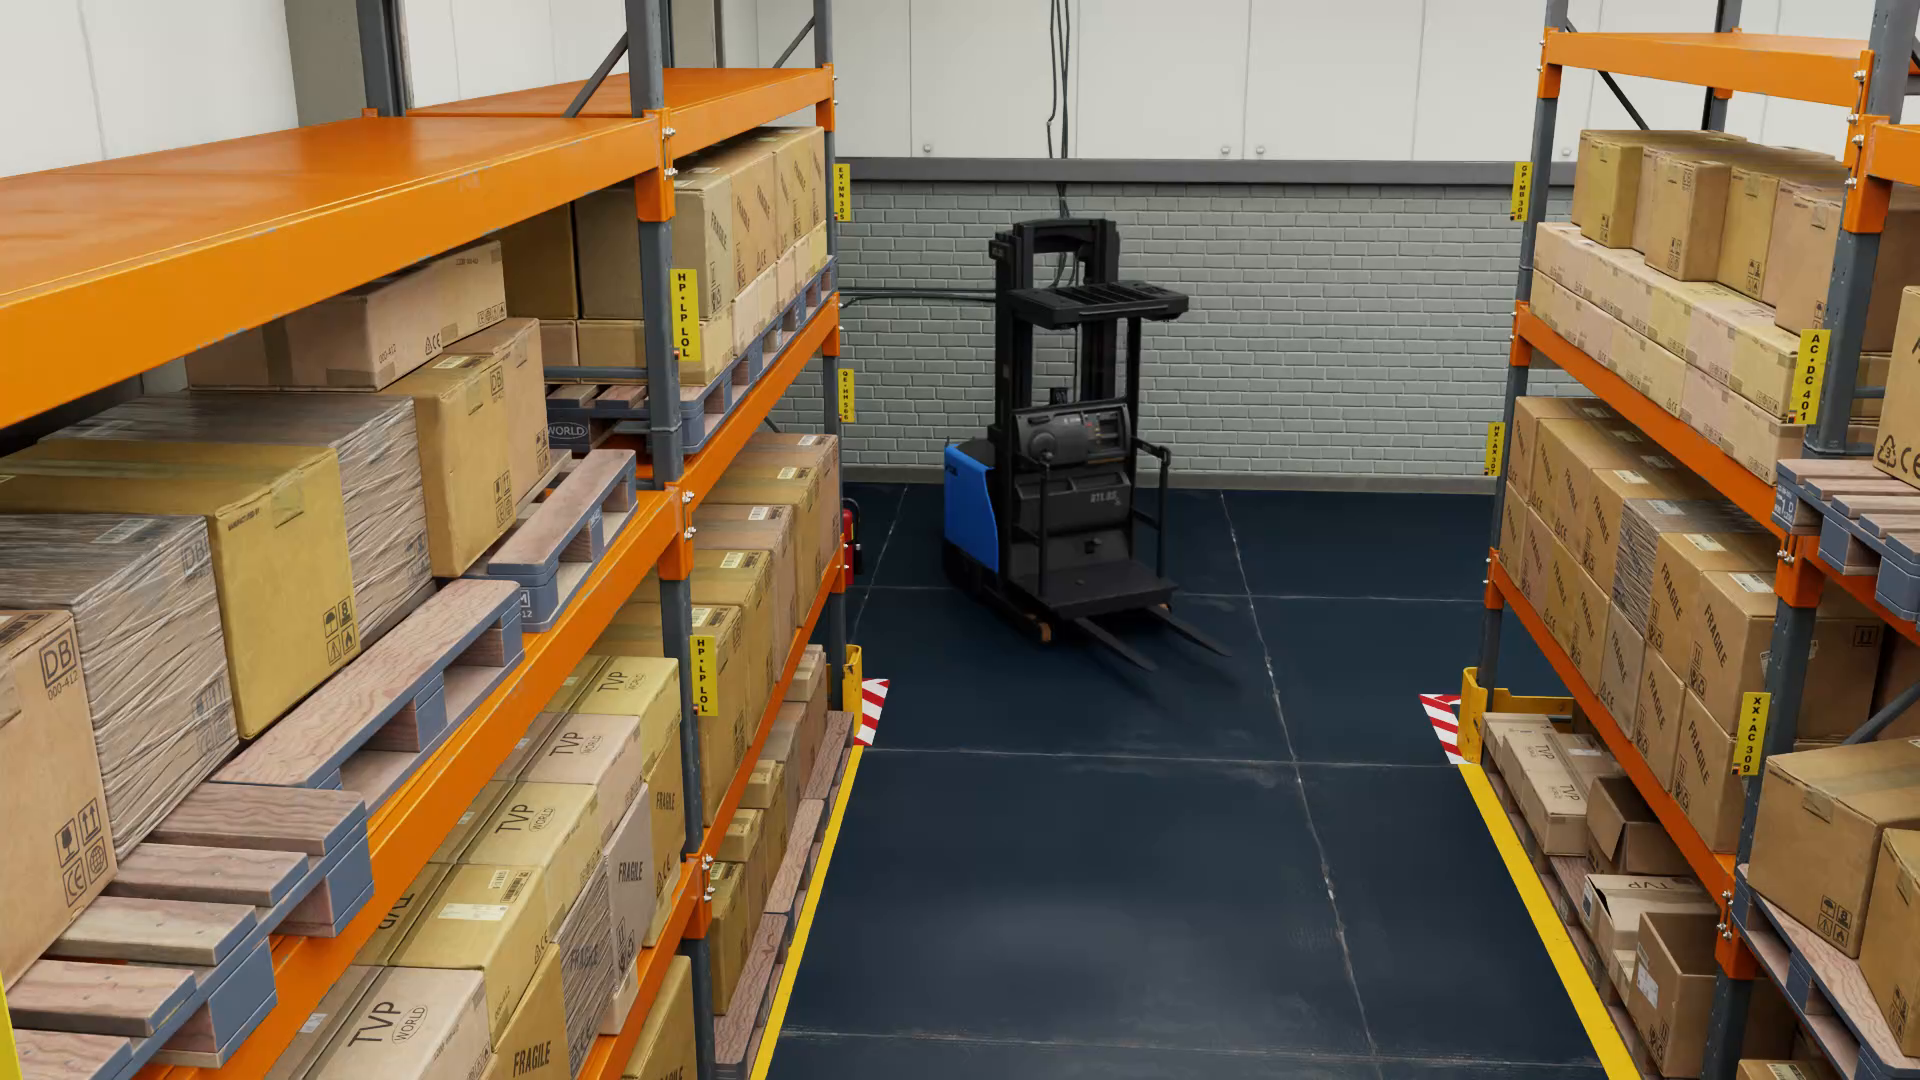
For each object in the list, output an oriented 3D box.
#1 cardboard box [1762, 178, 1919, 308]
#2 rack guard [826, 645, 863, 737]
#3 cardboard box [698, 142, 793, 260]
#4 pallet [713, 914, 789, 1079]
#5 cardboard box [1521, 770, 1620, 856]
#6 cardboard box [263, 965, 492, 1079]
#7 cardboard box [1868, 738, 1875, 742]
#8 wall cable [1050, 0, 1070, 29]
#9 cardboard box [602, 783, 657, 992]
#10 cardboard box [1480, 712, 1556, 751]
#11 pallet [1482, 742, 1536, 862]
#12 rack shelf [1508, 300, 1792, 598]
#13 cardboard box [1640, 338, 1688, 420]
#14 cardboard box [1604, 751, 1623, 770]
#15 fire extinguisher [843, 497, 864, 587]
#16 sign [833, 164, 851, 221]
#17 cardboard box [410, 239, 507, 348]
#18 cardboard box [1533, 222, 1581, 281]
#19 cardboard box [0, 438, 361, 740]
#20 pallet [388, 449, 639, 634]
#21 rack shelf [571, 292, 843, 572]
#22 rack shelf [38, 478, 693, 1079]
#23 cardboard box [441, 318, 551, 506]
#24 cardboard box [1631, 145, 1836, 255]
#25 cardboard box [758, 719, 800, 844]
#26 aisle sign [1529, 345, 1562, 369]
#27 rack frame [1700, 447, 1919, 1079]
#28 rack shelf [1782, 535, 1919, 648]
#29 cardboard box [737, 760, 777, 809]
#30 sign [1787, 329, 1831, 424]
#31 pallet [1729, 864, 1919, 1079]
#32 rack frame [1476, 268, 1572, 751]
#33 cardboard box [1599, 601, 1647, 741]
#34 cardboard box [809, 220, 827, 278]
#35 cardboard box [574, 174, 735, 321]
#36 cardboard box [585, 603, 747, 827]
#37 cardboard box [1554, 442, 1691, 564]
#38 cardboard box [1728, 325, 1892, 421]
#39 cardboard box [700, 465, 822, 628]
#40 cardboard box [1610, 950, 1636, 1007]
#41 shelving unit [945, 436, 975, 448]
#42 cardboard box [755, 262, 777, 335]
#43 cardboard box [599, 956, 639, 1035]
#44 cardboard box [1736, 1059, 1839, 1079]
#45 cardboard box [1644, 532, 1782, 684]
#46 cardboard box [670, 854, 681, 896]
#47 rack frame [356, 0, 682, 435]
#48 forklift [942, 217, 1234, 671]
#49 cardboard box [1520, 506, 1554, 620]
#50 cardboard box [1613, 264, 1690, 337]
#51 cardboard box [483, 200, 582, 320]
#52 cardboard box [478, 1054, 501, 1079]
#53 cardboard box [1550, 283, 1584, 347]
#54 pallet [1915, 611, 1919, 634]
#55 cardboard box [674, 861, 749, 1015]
[{"bbox_3d":[3.600,-1.124,6.451,0.700,0.500,0.500,1,18,4],"label":"cardboard box"},{"bbox_3d":[-1.226,0.957,10.699,1.175,0.500,0.348,1,18,4],"label":"rack guard"},{"bbox_3d":[-1.084,-1.630,7.965,0.500,0.500,0.500,0,18,1],"label":"cardboard box"},{"bbox_3d":[-1.382,2.110,7.646,1.003,0.211,1.213,1,18,4],"label":"pallet"},{"bbox_3d":[3.319,1.457,8.869,0.500,0.250,0.500,1,18,4],"label":"cardboard box"},{"bbox_3d":[-1.442,1.249,3.919,0.500,0.250,0.500,1,18,4],"label":"cardboard box"},{"bbox_3d":[3.735,0.929,6.611,0.500,0.500,0.500,2,18,5],"label":"cardboard box"},{"bbox_3d":[2.232,-5.687,14.203,3.097,2.526,0.112,1,18,4],"label":"wall cable"},{"bbox_3d":[-1.323,1.128,5.492,0.500,0.500,0.500,1,18,4],"label":"cardboard box"},{"bbox_3d":[3.340,1.154,9.955,0.380,0.149,0.250,1,18,4],"label":"cardboard box"},{"bbox_3d":[3.651,1.483,9.560,1.003,0.211,1.213,1,18,4],"label":"pallet"},{"bbox_3d":[3.570,-0.576,7.703,1.077,0.370,4.000,1,18,4],"label":"rack shelf"},{"bbox_3d":[3.270,-0.693,7.145,0.500,0.250,0.500,1,18,4],"label":"cardboard box"},{"bbox_3d":[3.801,1.322,9.416,0.380,0.166,0.250,1,18,4],"label":"cardboard box"},{"bbox_3d":[-0.757,-0.046,10.469,0.296,0.674,0.183,1,18,4],"label":"fire extinguisher"},{"bbox_3d":[-0.688,-2.015,9.645,0.100,0.325,0.005,1,18,4],"label":"sign"},{"bbox_3d":[-1.709,-0.749,5.003,0.500,0.250,0.500,3,18,8],"label":"cardboard box"},{"bbox_3d":[3.417,-1.552,8.963,0.500,0.250,0.500,1,18,4],"label":"cardboard box"},{"bbox_3d":[-1.786,0.090,3.646,0.700,0.500,0.500,2,18,7],"label":"cardboard box"},{"bbox_3d":[-1.531,-0.030,5.186,0.805,0.209,1.217,1,18,2],"label":"pallet"},{"bbox_3d":[-1.371,-0.686,8.037,1.077,0.370,4.000,1,18,4],"label":"rack shelf"},{"bbox_3d":[-1.658,0.557,4.245,1.077,0.370,4.000,1,18,4],"label":"rack shelf"},{"bbox_3d":[-1.688,-0.392,5.118,0.700,0.500,0.500,0,18,1],"label":"cardboard box"},{"bbox_3d":[3.643,-1.591,7.878,0.700,0.500,0.500,1,18,4],"label":"cardboard box"},{"bbox_3d":[-1.250,1.296,8.990,0.700,0.500,0.500,1,18,2],"label":"cardboard box"},{"bbox_3d":[3.425,-1.377,9.633,0.394,0.787,0.004,1,18,4],"label":"aisle sign"},{"bbox_3d":[3.426,1.128,6.162,1.000,3.000,0.127,1,18,4],"label":"rack frame"},{"bbox_3d":[3.283,0.666,3.911,1.077,0.370,4.000,1,18,4],"label":"rack shelf"},{"bbox_3d":[-1.115,1.205,8.228,0.380,0.149,0.250,1,18,2],"label":"cardboard box"},{"bbox_3d":[2.885,-0.552,5.644,0.100,0.325,0.005,1,18,4],"label":"sign"},{"bbox_3d":[3.260,1.465,5.442,1.003,0.211,1.213,1,18,4],"label":"pallet"},{"bbox_3d":[3.713,-0.114,9.953,1.000,3.000,0.127,1,18,4],"label":"rack frame"},{"bbox_3d":[3.276,0.600,7.614,0.500,0.500,0.500,2,18,5],"label":"cardboard box"},{"bbox_3d":[-1.016,-1.591,9.050,0.500,0.250,0.500,2,18,6],"label":"cardboard box"},{"bbox_3d":[-1.184,-1.154,6.511,0.500,0.500,0.500,1,18,3],"label":"cardboard box"},{"bbox_3d":[-1.460,0.708,6.962,0.980,0.700,0.700,2,18,5],"label":"cardboard box"},{"bbox_3d":[3.348,-0.187,8.410,0.500,0.500,0.500,2,18,5],"label":"cardboard box"},{"bbox_3d":[3.190,-0.620,6.120,0.500,0.250,0.500,1,18,4],"label":"cardboard box"},{"bbox_3d":[-1.296,0.019,9.066,0.980,0.700,0.700,1,18,3],"label":"cardboard box"},{"bbox_3d":[3.151,1.973,7.456,0.380,0.149,0.250,1,18,4],"label":"cardboard box"},{"bbox_3d":[0.001,-0.430,14.291,0.258,0.900,0.210,1,18,4],"label":"shelving unit"},{"bbox_3d":[-1.122,-1.108,7.577,0.500,0.250,0.500,1,18,2],"label":"cardboard box"},{"bbox_3d":[-1.275,1.482,5.455,0.380,0.149,0.250,1,18,4],"label":"cardboard box"},{"bbox_3d":[3.149,2.252,6.041,0.500,0.500,0.500,0,18,1],"label":"cardboard box"},{"bbox_3d":[3.238,0.284,6.974,0.500,0.500,0.500,1,18,3],"label":"cardboard box"},{"bbox_3d":[-1.257,1.240,6.192,0.380,0.149,0.250,1,18,4],"label":"cardboard box"},{"bbox_3d":[-1.515,-1.832,5.562,1.000,3.000,0.127,1,18,4],"label":"rack frame"},{"bbox_3d":[0.932,-0.784,12.107,1.130,2.935,3.031,-8,20,-23],"label":"forklift"},{"bbox_3d":[3.387,0.131,9.046,0.500,0.500,0.500,1,18,3],"label":"cardboard box"},{"bbox_3d":[3.304,-1.086,7.541,0.500,0.250,0.500,1,18,4],"label":"cardboard box"},{"bbox_3d":[-1.697,-1.161,6.533,0.500,0.500,0.500,1,18,3],"label":"cardboard box"},{"bbox_3d":[-1.428,1.601,4.049,0.500,0.500,0.500,1,18,4],"label":"cardboard box"},{"bbox_3d":[3.374,-1.159,8.567,0.500,0.250,0.500,1,18,4],"label":"cardboard box"},{"bbox_3d":[3.238,0.315,4.128,1.213,0.211,1.003,1,18,4],"label":"pallet"},{"bbox_3d":[-1.359,1.777,7.522,0.700,0.500,0.500,2,18,5],"label":"cardboard box"}]
